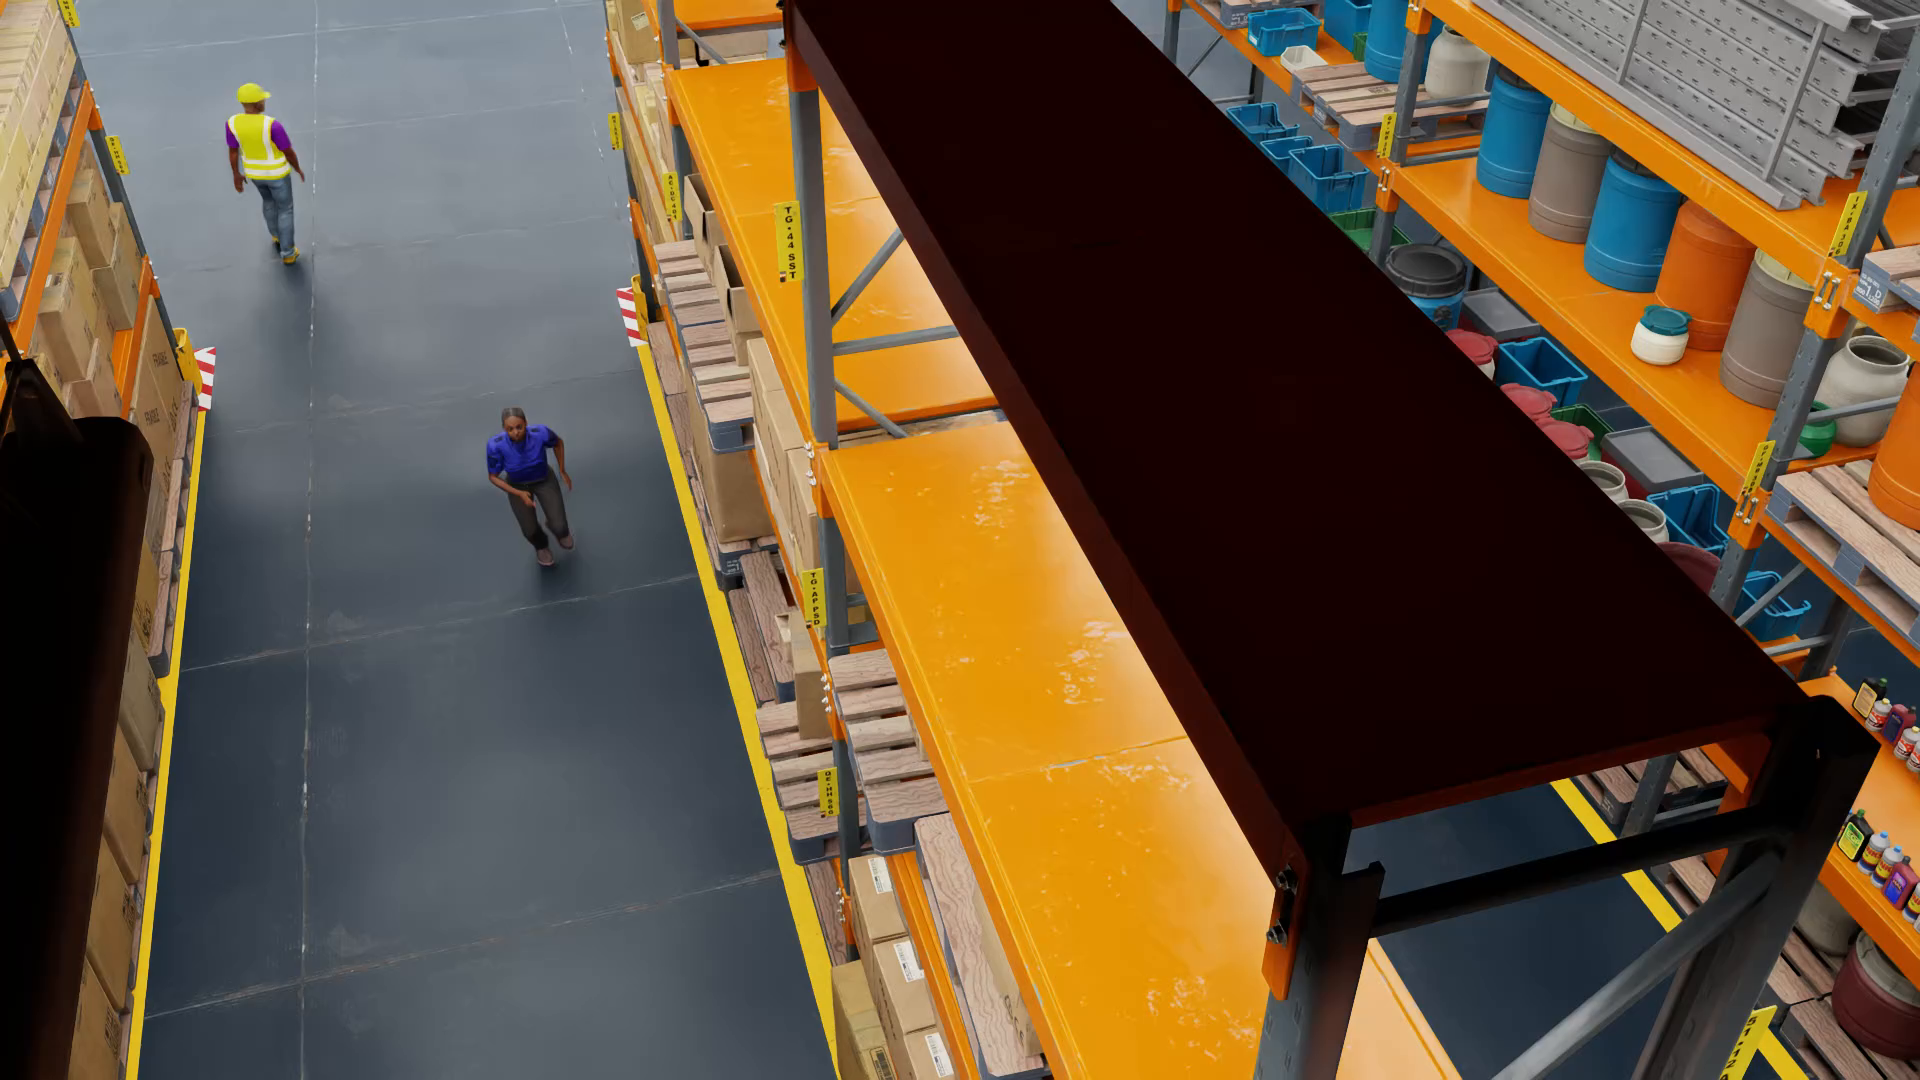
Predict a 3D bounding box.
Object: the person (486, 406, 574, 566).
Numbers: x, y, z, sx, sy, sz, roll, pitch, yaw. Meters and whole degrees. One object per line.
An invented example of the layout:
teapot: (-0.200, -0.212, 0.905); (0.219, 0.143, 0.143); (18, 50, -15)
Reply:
person: (-3.095, -0.361, 12.046); (0.551, 1.552, 0.721); (-9, 39, -11)

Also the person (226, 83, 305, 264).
person: (-6.565, -3.566, 15.906); (0.655, 1.762, 0.668); (6, 39, 8)
